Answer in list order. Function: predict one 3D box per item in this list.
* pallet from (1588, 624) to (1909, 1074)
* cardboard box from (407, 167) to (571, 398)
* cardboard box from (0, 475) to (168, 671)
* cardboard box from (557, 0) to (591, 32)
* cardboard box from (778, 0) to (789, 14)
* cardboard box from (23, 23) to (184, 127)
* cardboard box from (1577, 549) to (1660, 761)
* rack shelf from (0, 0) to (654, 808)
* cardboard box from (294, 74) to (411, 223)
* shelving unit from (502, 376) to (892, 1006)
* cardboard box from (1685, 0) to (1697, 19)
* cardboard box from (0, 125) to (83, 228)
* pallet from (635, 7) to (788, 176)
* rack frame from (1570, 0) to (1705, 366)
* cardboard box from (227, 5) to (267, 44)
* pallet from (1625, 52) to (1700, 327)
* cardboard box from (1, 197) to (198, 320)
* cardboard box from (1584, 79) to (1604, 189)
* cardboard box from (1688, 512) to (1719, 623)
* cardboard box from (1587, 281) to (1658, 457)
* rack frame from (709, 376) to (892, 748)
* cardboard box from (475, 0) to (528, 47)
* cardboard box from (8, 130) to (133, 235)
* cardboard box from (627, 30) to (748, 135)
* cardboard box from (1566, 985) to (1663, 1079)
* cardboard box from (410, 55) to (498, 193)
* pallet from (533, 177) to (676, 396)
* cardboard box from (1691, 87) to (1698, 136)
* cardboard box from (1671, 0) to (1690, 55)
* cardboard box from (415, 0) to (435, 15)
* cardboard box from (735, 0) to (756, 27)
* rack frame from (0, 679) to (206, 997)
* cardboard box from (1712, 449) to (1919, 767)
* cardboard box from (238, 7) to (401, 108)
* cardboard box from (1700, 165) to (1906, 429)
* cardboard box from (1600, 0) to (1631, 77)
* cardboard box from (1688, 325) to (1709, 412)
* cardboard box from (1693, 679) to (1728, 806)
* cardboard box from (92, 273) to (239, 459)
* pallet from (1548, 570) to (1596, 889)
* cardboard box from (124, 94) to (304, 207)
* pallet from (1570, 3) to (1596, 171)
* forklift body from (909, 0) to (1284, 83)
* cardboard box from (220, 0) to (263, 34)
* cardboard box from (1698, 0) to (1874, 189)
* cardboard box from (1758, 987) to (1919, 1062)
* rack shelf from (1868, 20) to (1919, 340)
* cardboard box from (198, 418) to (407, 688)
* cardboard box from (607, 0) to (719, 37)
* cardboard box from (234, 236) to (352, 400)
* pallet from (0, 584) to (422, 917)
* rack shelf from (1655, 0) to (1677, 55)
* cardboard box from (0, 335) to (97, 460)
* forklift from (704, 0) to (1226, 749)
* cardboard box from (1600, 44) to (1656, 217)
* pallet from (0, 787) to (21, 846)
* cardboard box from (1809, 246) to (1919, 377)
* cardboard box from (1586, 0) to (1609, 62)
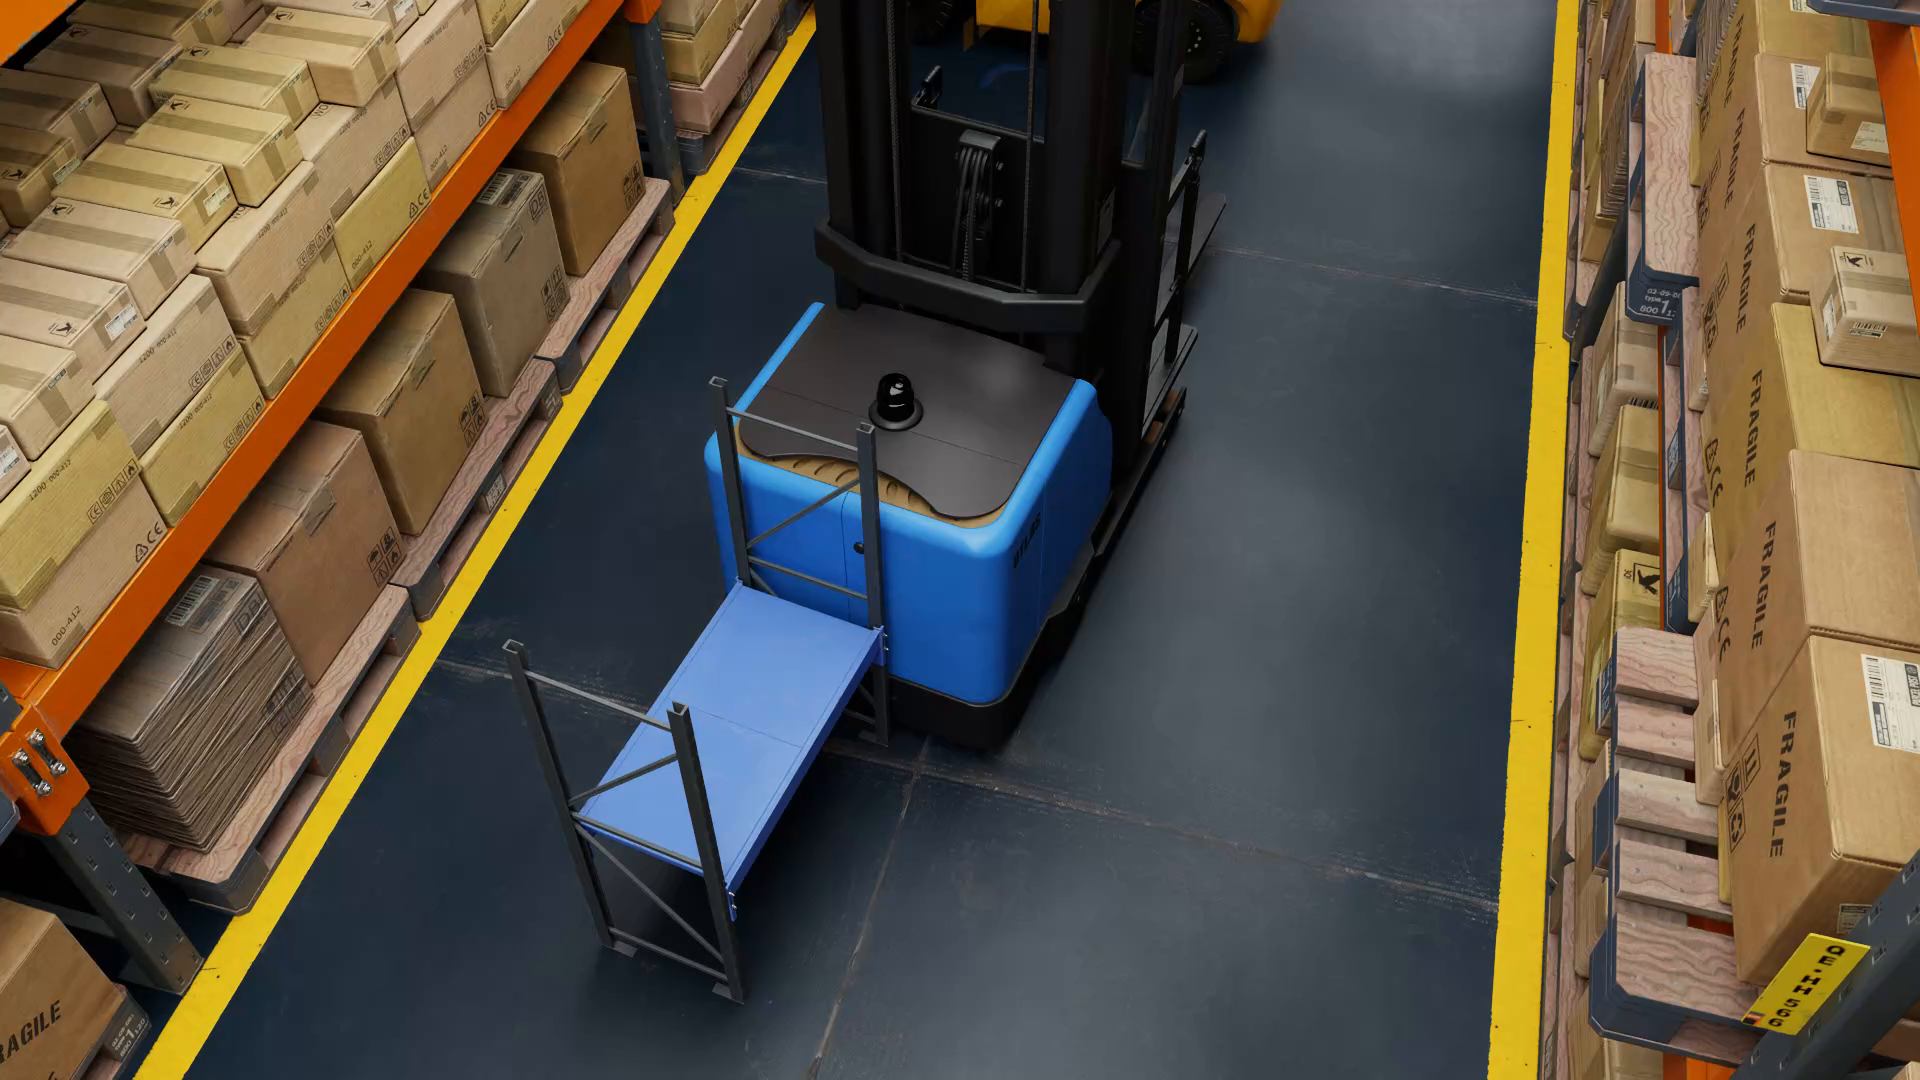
[{"bbox_3d":[2.060,0.751,3.715,1.213,0.211,1.003,12,50,10],"label":"pallet"},{"bbox_3d":[-2.100,-1.060,6.489,0.875,0.625,0.625,11,50,10],"label":"cardboard box"},{"bbox_3d":[-2.462,0.024,4.328,0.500,0.250,0.500,12,50,10],"label":"cardboard box"},{"bbox_3d":[-1.642,-2.180,6.274,0.500,0.250,0.500,13,50,11],"label":"cardboard box"},{"bbox_3d":[-1.076,-2.905,8.367,0.500,0.250,0.500,12,50,11],"label":"cardboard box"},{"bbox_3d":[-2.539,-1.390,4.977,0.380,0.149,0.250,13,50,11],"label":"cardboard box"},{"bbox_3d":[2.525,0.465,5.312,0.950,0.372,0.625,13,50,11],"label":"cardboard box"},{"bbox_3d":[-2.288,-0.962,5.578,1.077,0.370,4.000,12,50,10],"label":"rack shelf"},{"bbox_3d":[-2.064,-1.253,5.122,0.500,0.250,0.500,12,50,11],"label":"cardboard box"},{"bbox_3d":[-0.669,0.472,4.833,0.538,1.500,1.048,18,51,15],"label":"shelving unit"},{"bbox_3d":[2.905,-2.171,5.901,0.500,0.500,0.500,10,49,9],"label":"cardboard box"},{"bbox_3d":[-2.695,-1.027,4.657,0.380,0.149,0.250,11,50,10],"label":"cardboard box"},{"bbox_3d":[-1.512,-2.290,8.131,1.003,0.211,1.213,12,50,10],"label":"pallet"},{"bbox_3d":[3.028,-1.669,5.723,1.000,3.000,0.127,12,50,10],"label":"rack frame"},{"bbox_3d":[-2.431,-1.715,5.530,0.500,0.250,0.500,10,49,9],"label":"cardboard box"},{"bbox_3d":[2.687,-1.082,5.332,1.003,0.211,1.213,12,50,10],"label":"pallet"},{"bbox_3d":[-2.278,-0.749,4.411,0.380,0.149,0.250,12,50,10],"label":"cardboard box"},{"bbox_3d":[3.055,-1.766,7.362,0.500,0.250,0.500,10,49,9],"label":"cardboard box"},{"bbox_3d":[1.991,0.103,4.046,0.380,0.149,0.250,12,50,11],"label":"cardboard box"},{"bbox_3d":[2.892,-0.559,6.215,0.950,0.372,0.625,12,50,11],"label":"cardboard box"},{"bbox_3d":[-0.466,0.123,5.141,0.500,1.500,0.032,18,51,15],"label":"rack frame"},{"bbox_3d":[-1.773,-1.983,5.766,0.500,0.250,0.500,10,49,9],"label":"cardboard box"},{"bbox_3d":[-2.697,-0.980,4.881,0.500,0.250,0.500,11,50,10],"label":"cardboard box"},{"bbox_3d":[-1.315,-2.160,7.709,0.500,0.250,0.500,12,50,10],"label":"cardboard box"},{"bbox_3d":[2.134,1.548,4.356,0.950,0.372,0.625,9,49,7],"label":"cardboard box"},{"bbox_3d":[-1.929,-1.463,5.640,0.500,0.250,0.500,12,50,10],"label":"cardboard box"},{"bbox_3d":[-1.918,-1.183,7.153,1.003,0.211,1.213,12,50,10],"label":"pallet"},{"bbox_3d":[2.578,-1.388,5.362,0.380,0.149,0.250,12,50,11],"label":"cardboard box"},{"bbox_3d":[2.819,-1.879,6.075,0.380,0.149,0.250,11,50,10],"label":"cardboard box"},{"bbox_3d":[-1.874,-1.853,5.385,0.380,0.149,0.250,10,49,9],"label":"cardboard box"},{"bbox_3d":[-1.206,-2.694,7.848,0.500,0.250,0.500,11,50,10],"label":"cardboard box"},{"bbox_3d":[-2.814,0.247,4.031,1.000,3.000,0.127,12,50,10],"label":"rack frame"},{"bbox_3d":[1.952,0.194,3.533,0.500,0.500,0.500,11,49,9],"label":"cardboard box"},{"bbox_3d":[-1.940,-1.466,5.044,0.380,0.149,0.250,10,49,9],"label":"cardboard box"},{"bbox_3d":[2.229,-0.566,4.204,0.500,0.500,0.500,10,49,8],"label":"cardboard box"},{"bbox_3d":[3.190,-2.365,7.390,0.500,0.500,0.500,14,50,12],"label":"cardboard box"},{"bbox_3d":[2.208,-0.451,4.534,0.380,0.149,0.250,13,50,11],"label":"cardboard box"},{"bbox_3d":[1.858,0.485,3.709,0.380,0.149,0.250,11,50,10],"label":"cardboard box"},{"bbox_3d":[-2.329,-0.503,4.460,0.500,0.250,0.500,13,50,11],"label":"cardboard box"},{"bbox_3d":[2.505,0.702,5.490,1.003,0.211,1.213,12,50,10],"label":"pallet"},{"bbox_3d":[-2.117,-1.109,4.729,0.380,0.149,0.250,13,50,11],"label":"cardboard box"},{"bbox_3d":[3.490,-2.125,7.984,1.003,0.211,1.213,12,50,10],"label":"pallet"},{"bbox_3d":[0.552,-3.527,7.928,2.313,2.155,1.214,12,50,10],"label":"forklift body"},{"bbox_3d":[-2.448,-1.770,5.312,0.380,0.149,0.250,11,50,10],"label":"cardboard box"},{"bbox_3d":[2.497,-1.295,4.847,0.500,0.500,0.500,12,50,10],"label":"cardboard box"},{"bbox_3d":[1.835,0.884,3.356,0.380,0.149,0.250,13,50,11],"label":"cardboard box"},{"bbox_3d":[2.502,-0.977,3.591,1.077,0.370,4.000,12,50,10],"label":"rack shelf"},{"bbox_3d":[-2.473,-0.029,5.578,0.875,0.625,0.625,13,50,11],"label":"cardboard box"},{"bbox_3d":[-1.332,-2.494,7.338,0.500,0.250,0.500,11,49,9],"label":"cardboard box"},{"bbox_3d":[-2.196,-0.713,4.979,0.500,0.250,0.500,10,49,9],"label":"cardboard box"},{"bbox_3d":[-2.560,0.582,5.596,1.003,0.211,1.213,12,50,10],"label":"pallet"},{"bbox_3d":[3.554,-2.878,7.269,1.077,0.370,4.000,12,50,10],"label":"rack shelf"},{"bbox_3d":[-2.377,-0.366,4.073,0.380,0.149,0.250,13,50,11],"label":"cardboard box"},{"bbox_3d":[0.250,-1.398,5.529,1.130,2.935,3.031,18,51,15],"label":"forklift"},{"bbox_3d":[2.925,-1.628,6.739,0.500,0.500,0.500,11,49,10],"label":"cardboard box"},{"bbox_3d":[-2.925,0.815,3.658,1.213,0.211,1.003,12,50,10],"label":"pallet"},{"bbox_3d":[2.134,-0.500,3.713,0.380,0.149,0.250,9,49,8],"label":"cardboard box"},{"bbox_3d":[3.329,-2.498,8.008,0.500,0.250,0.500,15,50,13],"label":"cardboard box"}]
